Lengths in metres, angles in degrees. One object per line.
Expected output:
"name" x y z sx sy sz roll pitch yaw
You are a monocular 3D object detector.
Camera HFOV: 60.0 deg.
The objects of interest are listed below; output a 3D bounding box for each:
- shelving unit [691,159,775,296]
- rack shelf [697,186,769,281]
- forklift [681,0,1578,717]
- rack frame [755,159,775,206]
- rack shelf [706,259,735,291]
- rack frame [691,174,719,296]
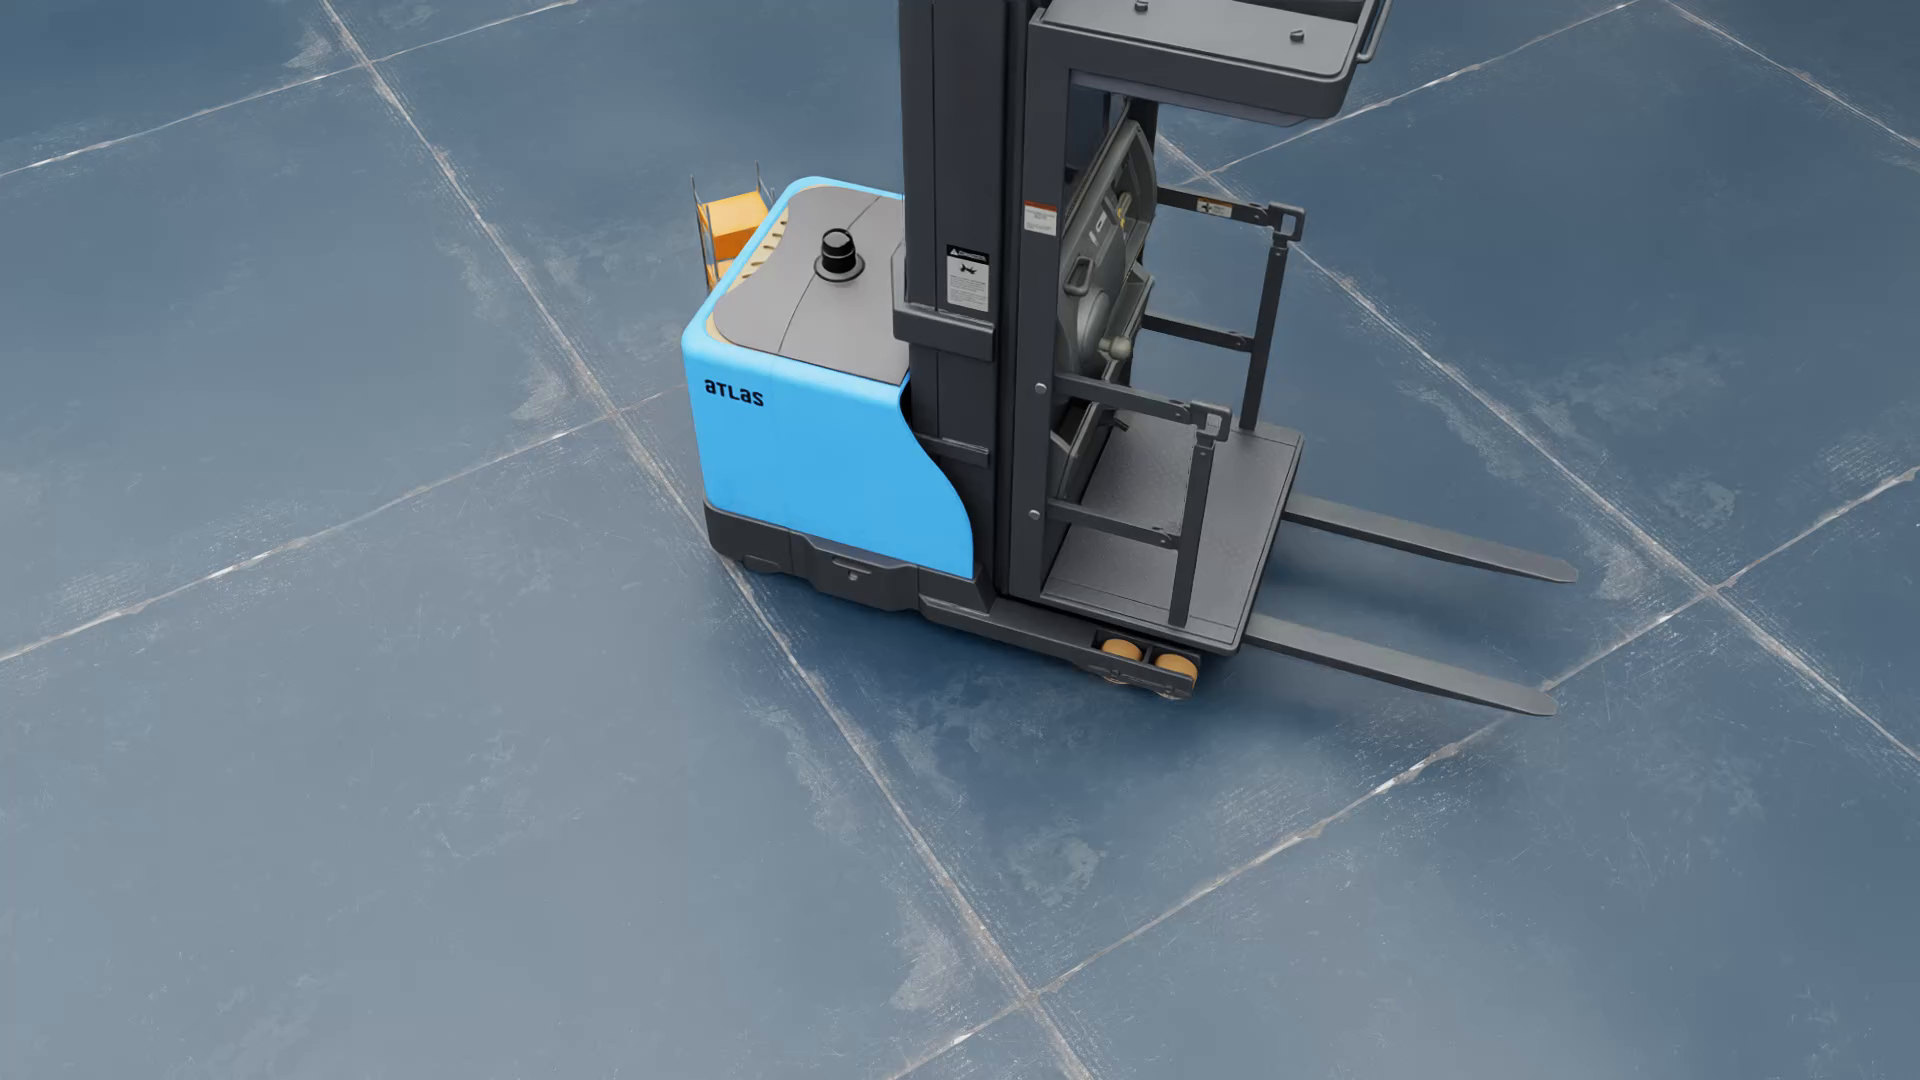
"shelving unit" -0.822 -0.942 6.385 0.252 1.050 0.215 -17 51 -15
"rack shelf" -0.822 -1.123 6.181 0.240 0.259 0.215 -17 51 -15
"forklift" 0.642 -0.875 5.066 3.031 2.935 1.130 15 50 13
"rack frame" -0.709 -0.977 6.417 0.008 1.050 0.200 -17 51 -15
"rack shelf" -0.822 -0.935 6.393 0.240 0.259 0.215 -17 51 -15
"rack frame" -0.934 -0.906 6.354 0.008 1.050 0.200 -17 51 -15
